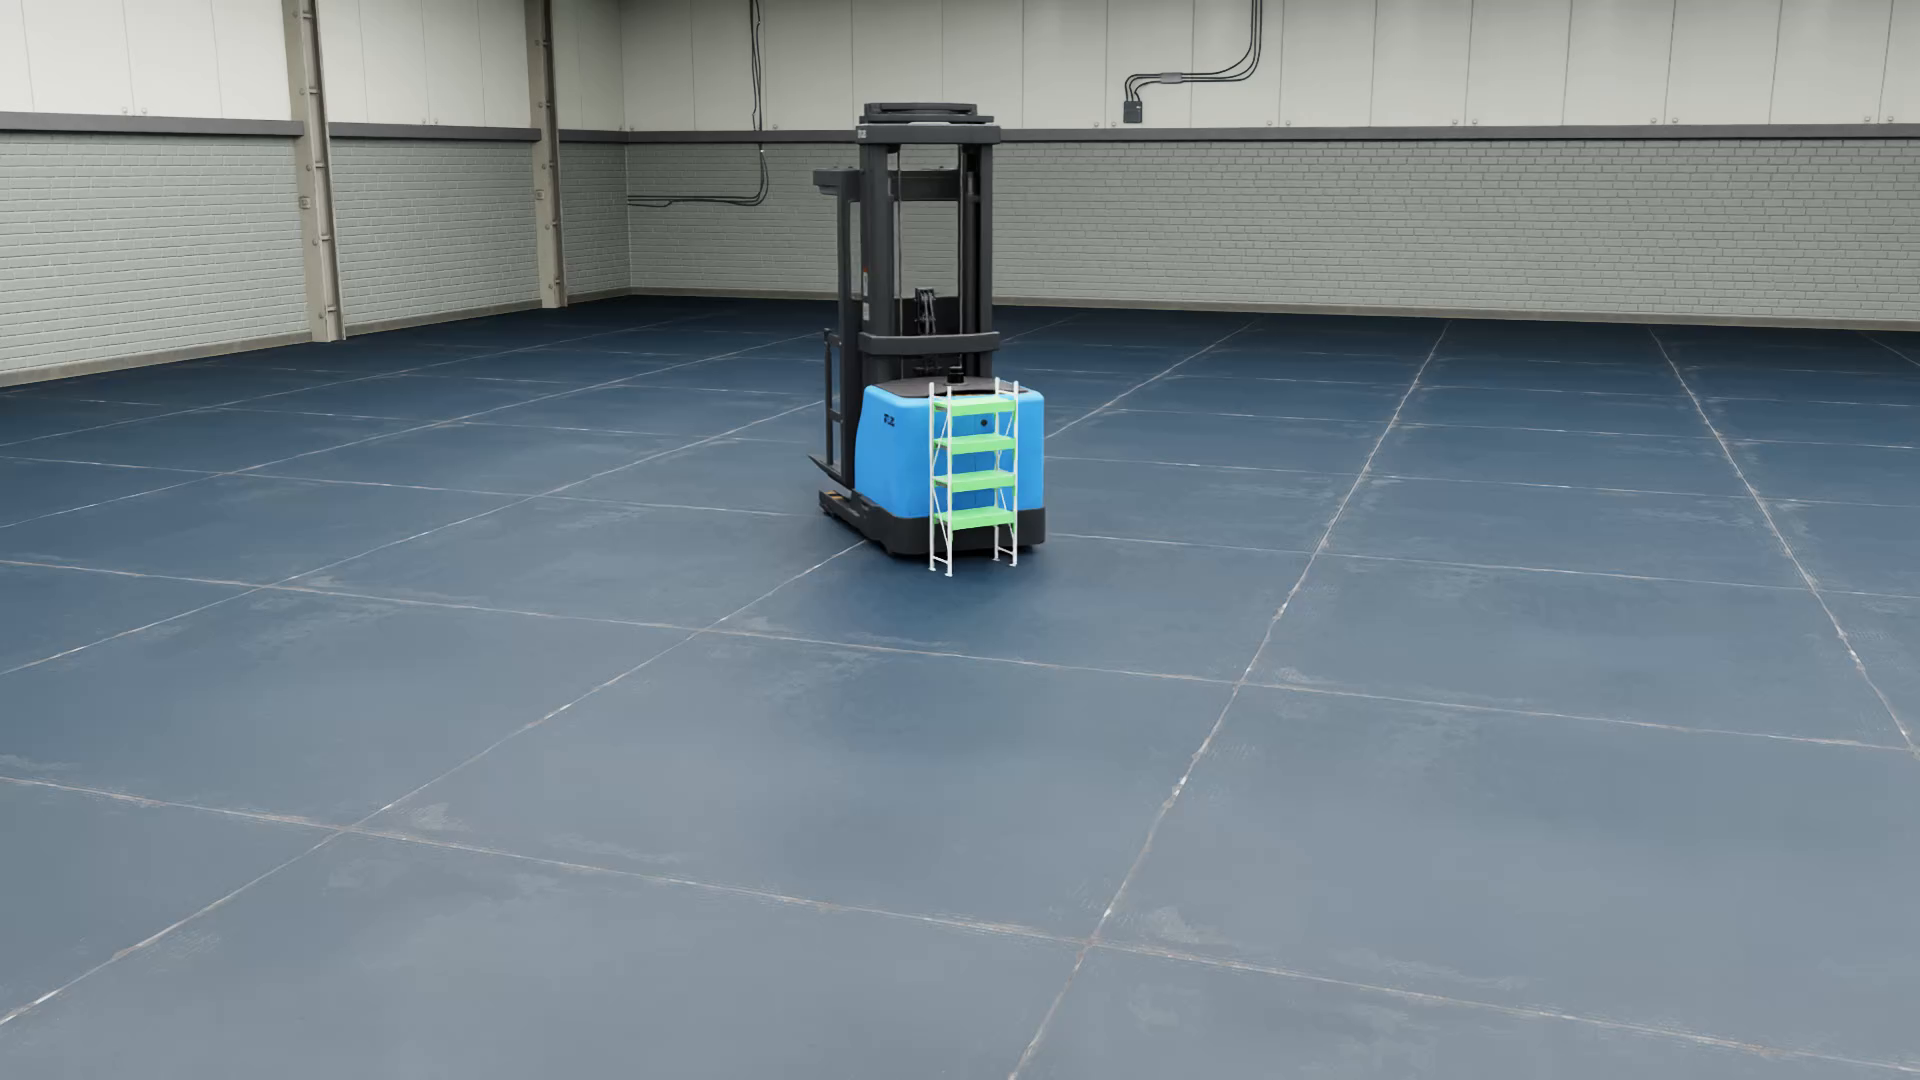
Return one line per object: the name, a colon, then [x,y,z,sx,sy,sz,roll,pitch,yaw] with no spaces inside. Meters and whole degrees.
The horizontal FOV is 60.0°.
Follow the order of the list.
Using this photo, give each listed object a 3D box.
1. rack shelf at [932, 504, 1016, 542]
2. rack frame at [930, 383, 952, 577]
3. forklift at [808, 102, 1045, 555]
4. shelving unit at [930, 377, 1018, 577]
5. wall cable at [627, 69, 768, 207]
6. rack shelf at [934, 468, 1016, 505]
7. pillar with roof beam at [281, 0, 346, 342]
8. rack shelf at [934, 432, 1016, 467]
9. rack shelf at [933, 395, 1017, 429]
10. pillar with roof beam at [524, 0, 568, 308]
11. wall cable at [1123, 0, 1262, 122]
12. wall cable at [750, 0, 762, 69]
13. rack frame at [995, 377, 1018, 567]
rack shelf: [0.087,-0.109,10.636,0.480,0.148,0.258,-8,15,-30]
rack frame: [-0.122,-0.378,10.446,0.015,1.200,0.240,-8,15,-30]
forklift: [-0.406,-1.614,11.973,1.130,2.935,3.031,-5,14,-19]
shelving unit: [0.087,-0.406,10.569,0.503,1.200,0.258,-8,15,-30]
wall cable: [-5.059,-7.571,31.413,3.097,2.526,0.112,4,14,18]
rack shelf: [0.087,-0.343,10.583,0.480,0.148,0.258,-8,15,-30]
pillar with roof beam: [-5.131,-6.986,21.874,9.100,9.000,0.400,4,14,18]
rack shelf: [0.087,-0.577,10.529,0.480,0.148,0.258,-8,15,-30]
rack shelf: [0.087,-0.811,10.476,0.480,0.148,0.258,-8,15,-30]
pillar with roof beam: [-3.190,-8.250,27.409,9.100,9.000,0.400,4,14,18]
wall cable: [3.918,-10.056,27.680,2.305,6.003,0.169,4,14,18]
wall cable: [-2.499,-9.838,29.997,3.097,2.526,0.112,4,14,18]
rack frame: [0.296,-0.434,10.691,0.015,1.200,0.240,-8,15,-30]
